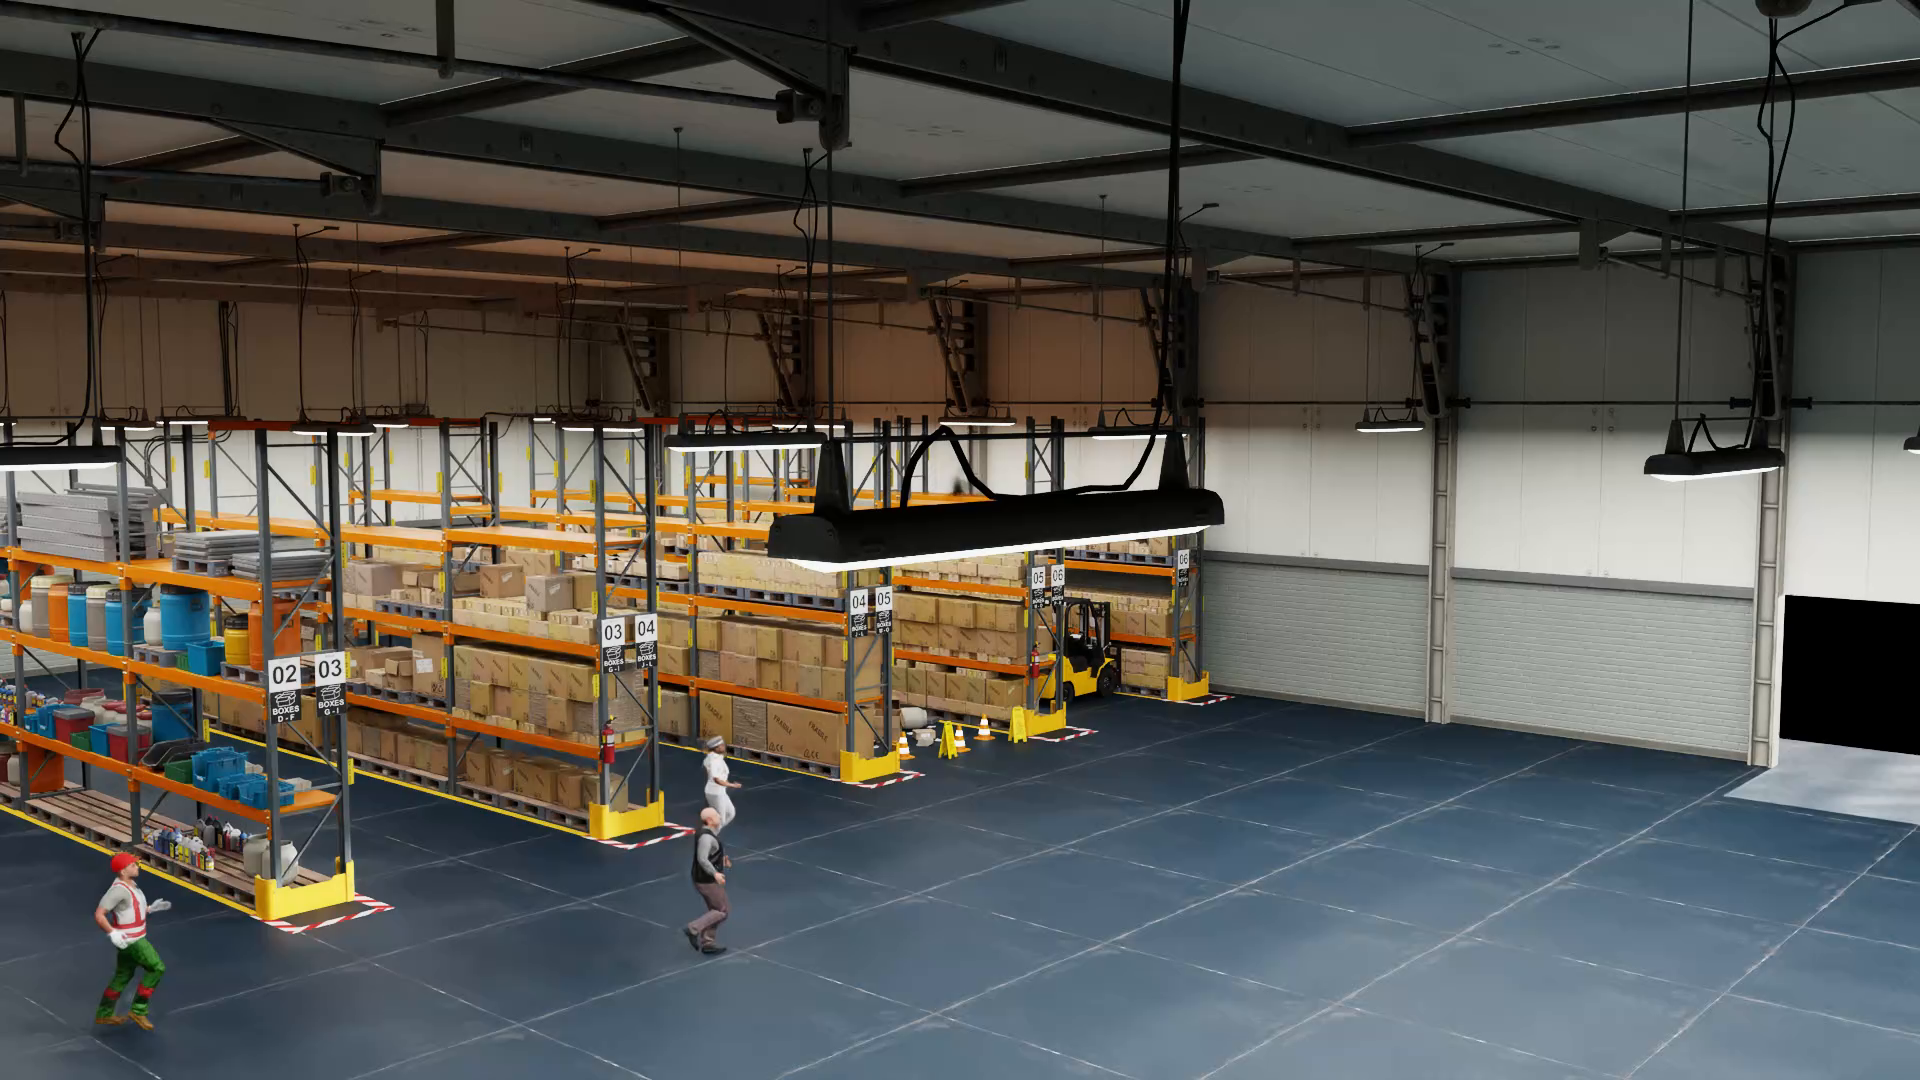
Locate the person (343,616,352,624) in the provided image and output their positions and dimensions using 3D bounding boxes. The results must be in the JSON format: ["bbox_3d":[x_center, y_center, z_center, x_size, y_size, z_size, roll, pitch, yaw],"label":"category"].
[{"bbox_3d":[-14.468,2.279,39.329,0.746,1.606,0.550,-5,7,-44],"label":"person"}]

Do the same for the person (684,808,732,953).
[{"bbox_3d":[-2.901,3.908,19.107,0.627,1.696,0.656,-2,5,-20],"label":"person"}]

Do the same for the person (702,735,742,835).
[{"bbox_3d":[-3.366,3.560,23.401,0.584,1.676,0.620,-1,5,-10],"label":"person"}]

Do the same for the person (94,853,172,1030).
[{"bbox_3d":[-8.343,4.047,16.756,0.740,1.820,0.649,-2,5,-24],"label":"person"}]
